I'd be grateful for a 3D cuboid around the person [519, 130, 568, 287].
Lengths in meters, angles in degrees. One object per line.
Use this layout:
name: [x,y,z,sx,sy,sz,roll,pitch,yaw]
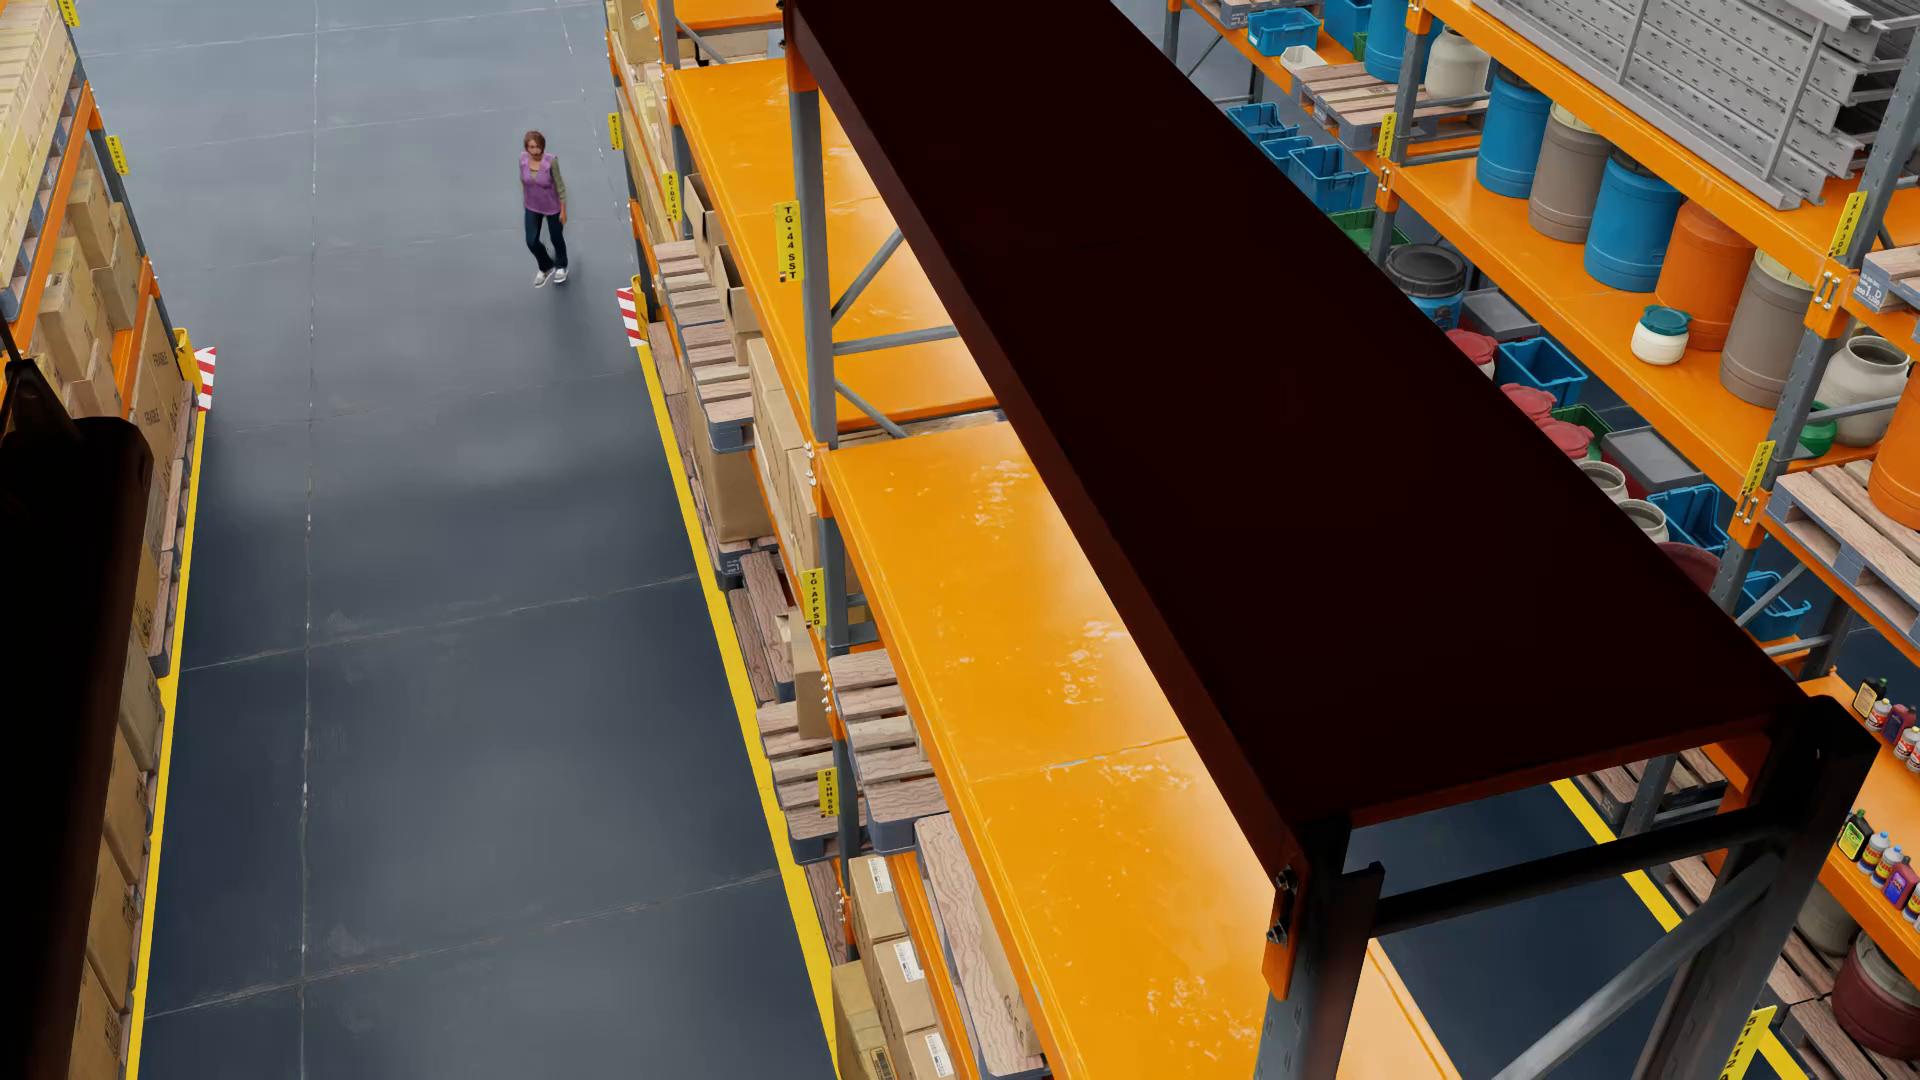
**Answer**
person: [-3.840,-3.072,15.429,0.451,1.550,0.493,3,38,4]
